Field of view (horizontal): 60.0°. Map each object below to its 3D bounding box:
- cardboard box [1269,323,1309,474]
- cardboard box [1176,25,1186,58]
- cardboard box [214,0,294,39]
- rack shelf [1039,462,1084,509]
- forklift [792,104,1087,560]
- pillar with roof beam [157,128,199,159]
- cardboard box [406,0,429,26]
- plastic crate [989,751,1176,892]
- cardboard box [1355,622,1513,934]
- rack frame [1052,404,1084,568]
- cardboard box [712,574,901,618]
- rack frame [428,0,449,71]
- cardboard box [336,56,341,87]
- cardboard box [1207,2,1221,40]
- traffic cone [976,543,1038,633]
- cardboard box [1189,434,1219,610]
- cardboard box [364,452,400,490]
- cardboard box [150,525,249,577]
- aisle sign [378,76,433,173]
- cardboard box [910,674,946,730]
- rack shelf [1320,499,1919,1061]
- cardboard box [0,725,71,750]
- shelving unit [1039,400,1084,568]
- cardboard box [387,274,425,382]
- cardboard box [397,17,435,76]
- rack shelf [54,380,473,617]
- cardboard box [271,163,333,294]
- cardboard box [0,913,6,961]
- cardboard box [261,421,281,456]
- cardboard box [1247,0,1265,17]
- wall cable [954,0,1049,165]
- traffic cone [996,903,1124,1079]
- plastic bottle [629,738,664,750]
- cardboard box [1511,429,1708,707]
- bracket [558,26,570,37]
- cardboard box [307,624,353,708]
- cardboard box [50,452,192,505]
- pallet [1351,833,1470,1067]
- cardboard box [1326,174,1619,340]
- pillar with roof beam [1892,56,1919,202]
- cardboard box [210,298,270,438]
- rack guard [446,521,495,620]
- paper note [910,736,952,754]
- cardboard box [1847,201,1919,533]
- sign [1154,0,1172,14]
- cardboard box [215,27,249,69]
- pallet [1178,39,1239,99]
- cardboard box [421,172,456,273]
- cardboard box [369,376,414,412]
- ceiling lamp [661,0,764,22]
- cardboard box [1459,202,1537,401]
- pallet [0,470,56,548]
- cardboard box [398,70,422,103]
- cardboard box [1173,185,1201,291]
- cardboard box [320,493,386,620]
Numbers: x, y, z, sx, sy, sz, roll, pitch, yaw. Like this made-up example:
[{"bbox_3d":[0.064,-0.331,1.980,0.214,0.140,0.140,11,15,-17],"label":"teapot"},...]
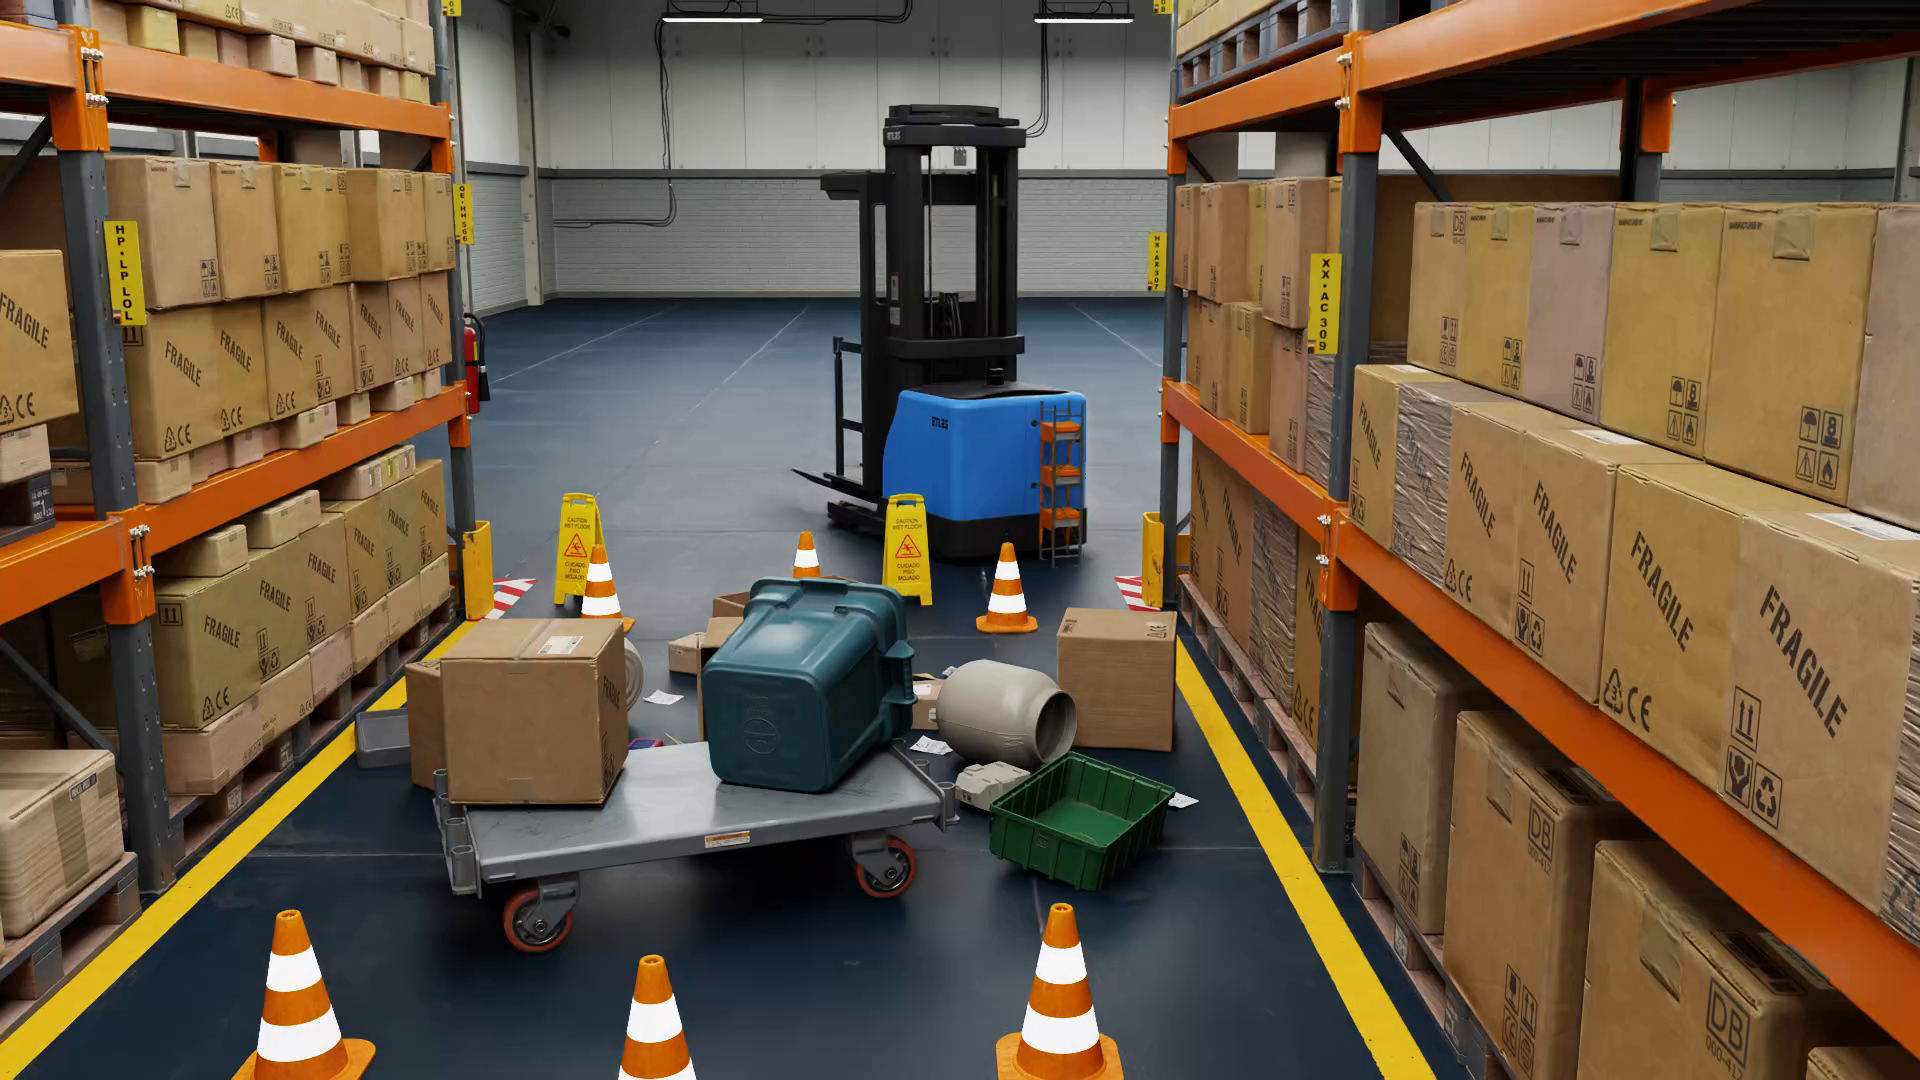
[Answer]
[{"bbox_3d":[1.697,-0.570,6.447,0.875,0.550,0.550,0,11,-1],"label":"cardboard box"},{"bbox_3d":[1.354,-2.641,8.814,0.380,0.149,0.250,0,11,-1],"label":"cardboard box"},{"bbox_3d":[-2.949,-2.106,6.483,0.500,0.250,0.500,0,11,-1],"label":"cardboard box"},{"bbox_3d":[0.651,-0.353,10.710,0.215,0.259,0.240,-3,12,-16],"label":"rack shelf"},{"bbox_3d":[-0.309,-1.558,11.865,1.130,2.935,3.031,-6,13,-29],"label":"forklift"},{"bbox_3d":[-5.073,-6.249,19.726,9.100,9.000,0.400,0,11,-1],"label":"pillar with roof beam"},{"bbox_3d":[-2.977,-2.740,8.604,0.380,0.149,0.250,0,11,-1],"label":"cardboard box"},{"bbox_3d":[0.437,1.007,5.980,0.450,0.188,0.662,17,18,26],"label":"plastic crate"},{"bbox_3d":[1.853,0.706,5.137,1.050,0.750,0.750,0,11,-1],"label":"cardboard box"},{"bbox_3d":[0.686,-0.340,10.593,0.200,1.050,0.008,-3,12,-16],"label":"rack frame"},{"bbox_3d":[-0.712,0.494,7.860,0.797,0.503,0.637,-10,15,-40],"label":"cardboard box"},{"bbox_3d":[-3.279,-4.009,8.686,1.000,3.000,0.127,0,11,-1],"label":"rack frame"},{"bbox_3d":[-2.994,-2.091,7.410,0.380,0.149,0.250,-1,11,-3],"label":"cardboard box"},{"bbox_3d":[1.375,-2.441,7.824,0.380,0.149,0.250,0,11,-1],"label":"cardboard box"},{"bbox_3d":[0.259,0.246,9.184,0.336,0.463,0.334,0,11,-1],"label":"traffic cone"},{"bbox_3d":[1.748,-0.139,8.988,0.875,0.875,0.875,0,11,-1],"label":"cardboard box"},{"bbox_3d":[-2.925,-0.331,7.990,0.380,0.149,0.250,0,11,0],"label":"cardboard box"},{"bbox_3d":[-2.882,0.039,6.163,0.380,0.149,0.250,0,11,0],"label":"cardboard box"},{"bbox_3d":[-2.991,-2.356,9.090,0.394,0.787,0.004,0,11,-1],"label":"aisle sign"},{"bbox_3d":[-0.127,0.692,7.481,0.396,0.266,0.258,2,12,9],"label":"cardboard box"},{"bbox_3d":[1.791,0.436,3.674,1.077,0.370,4.000,0,11,-1],"label":"rack shelf"},{"bbox_3d":[-3.478,0.752,6.168,0.500,0.250,0.500,0,11,1],"label":"cardboard box"},{"bbox_3d":[0.651,-0.363,10.708,0.215,1.050,0.252,-3,12,-16],"label":"shelving unit"},{"bbox_3d":[-2.987,-1.057,8.226,0.500,0.500,0.500,0,11,-1],"label":"cardboard box"},{"bbox_3d":[-2.999,-2.510,8.473,0.500,0.250,0.500,0,11,-2],"label":"cardboard box"},{"bbox_3d":[-3.238,-0.318,7.394,1.077,0.370,4.000,0,11,-1],"label":"rack shelf"},{"bbox_3d":[-2.961,-1.248,6.653,0.700,0.500,0.500,0,11,-2],"label":"cardboard box"},{"bbox_3d":[-3.165,1.056,4.364,0.950,0.372,0.625,0,11,2],"label":"cardboard box"},{"bbox_3d":[-2.983,-0.419,6.713,0.380,0.149,0.250,0,11,-1],"label":"cardboard box"},{"bbox_3d":[1.395,-2.240,6.836,0.380,0.149,0.250,0,11,-2],"label":"cardboard box"},{"bbox_3d":[1.004,-12.103,40.028,2.305,6.003,0.169,0,11,-1],"label":"wall cable"},{"bbox_3d":[0.268,1.202,4.470,0.336,0.463,0.334,0,11,-1],"label":"traffic cone"},{"bbox_3d":[-1.348,0.902,6.957,0.133,0.061,0.283,2,12,9],"label":"plastic bottle"},{"bbox_3d":[1.521,0.043,3.549,0.500,0.500,0.500,0,11,0],"label":"cardboard box"},{"bbox_3d":[-9.451,-12.128,39.654,0.235,0.232,0.430,0,11,-1],"label":"bracket"},{"bbox_3d":[-2.975,0.538,7.220,0.500,0.250,0.500,0,11,-2],"label":"cardboard box"},{"bbox_3d":[-2.883,-0.214,5.703,0.380,0.149,0.250,0,11,-1],"label":"cardboard box"},{"bbox_3d":[1.841,1.206,5.085,1.003,0.211,1.213,0,11,-1],"label":"pallet"},{"bbox_3d":[1.777,-0.990,5.802,0.875,0.550,0.550,0,11,-1],"label":"cardboard box"},{"bbox_3d":[17.441,-9.921,37.826,9.100,9.000,0.548,0,11,-1],"label":"pillar with roof beam"},{"bbox_3d":[-2.961,-0.657,6.251,0.500,0.500,0.500,0,11,-1],"label":"cardboard box"},{"bbox_3d":[-3.278,0.172,9.456,1.175,0.500,0.348,0,11,-1],"label":"rack guard"},{"bbox_3d":[-0.107,0.883,7.152,0.172,0.023,0.155,4,12,18],"label":"paper note"},{"bbox_3d":[1.822,-0.248,2.469,0.700,0.500,0.500,0,11,-2],"label":"cardboard box"},{"bbox_3d":[1.112,-3.045,9.083,0.100,0.325,0.005,0,11,-1],"label":"sign"},{"bbox_3d":[-2.983,-1.888,6.406,0.380,0.149,0.250,-1,11,-3],"label":"cardboard box"},{"bbox_3d":[1.693,-2.388,8.465,1.003,0.211,1.213,0,11,-1],"label":"pallet"},{"bbox_3d":[-3.051,-1.653,8.647,0.700,0.500,0.500,-1,11,-3],"label":"cardboard box"},{"bbox_3d":[-2.922,-0.720,8.196,0.380,0.149,0.250,0,11,0],"label":"cardboard box"},{"bbox_3d":[-4.920,-11.921,33.005,2.000,3.185,0.800,0,11,-1],"label":"ceiling lamp"},{"bbox_3d":[1.779,-0.652,4.462,0.700,0.500,0.500,0,11,-2],"label":"cardboard box"},{"bbox_3d":[-3.326,-0.027,4.630,1.003,0.211,1.213,0,11,-1],"label":"pallet"},{"bbox_3d":[-2.954,-2.296,8.422,0.380,0.149,0.250,0,11,-1],"label":"cardboard box"},{"bbox_3d":[1.636,-1.638,8.995,0.875,0.550,0.550,0,11,-1],"label":"cardboard box"},{"bbox_3d":[-2.985,0.068,7.653,0.500,0.500,0.500,-1,11,-2],"label":"cardboard box"}]
